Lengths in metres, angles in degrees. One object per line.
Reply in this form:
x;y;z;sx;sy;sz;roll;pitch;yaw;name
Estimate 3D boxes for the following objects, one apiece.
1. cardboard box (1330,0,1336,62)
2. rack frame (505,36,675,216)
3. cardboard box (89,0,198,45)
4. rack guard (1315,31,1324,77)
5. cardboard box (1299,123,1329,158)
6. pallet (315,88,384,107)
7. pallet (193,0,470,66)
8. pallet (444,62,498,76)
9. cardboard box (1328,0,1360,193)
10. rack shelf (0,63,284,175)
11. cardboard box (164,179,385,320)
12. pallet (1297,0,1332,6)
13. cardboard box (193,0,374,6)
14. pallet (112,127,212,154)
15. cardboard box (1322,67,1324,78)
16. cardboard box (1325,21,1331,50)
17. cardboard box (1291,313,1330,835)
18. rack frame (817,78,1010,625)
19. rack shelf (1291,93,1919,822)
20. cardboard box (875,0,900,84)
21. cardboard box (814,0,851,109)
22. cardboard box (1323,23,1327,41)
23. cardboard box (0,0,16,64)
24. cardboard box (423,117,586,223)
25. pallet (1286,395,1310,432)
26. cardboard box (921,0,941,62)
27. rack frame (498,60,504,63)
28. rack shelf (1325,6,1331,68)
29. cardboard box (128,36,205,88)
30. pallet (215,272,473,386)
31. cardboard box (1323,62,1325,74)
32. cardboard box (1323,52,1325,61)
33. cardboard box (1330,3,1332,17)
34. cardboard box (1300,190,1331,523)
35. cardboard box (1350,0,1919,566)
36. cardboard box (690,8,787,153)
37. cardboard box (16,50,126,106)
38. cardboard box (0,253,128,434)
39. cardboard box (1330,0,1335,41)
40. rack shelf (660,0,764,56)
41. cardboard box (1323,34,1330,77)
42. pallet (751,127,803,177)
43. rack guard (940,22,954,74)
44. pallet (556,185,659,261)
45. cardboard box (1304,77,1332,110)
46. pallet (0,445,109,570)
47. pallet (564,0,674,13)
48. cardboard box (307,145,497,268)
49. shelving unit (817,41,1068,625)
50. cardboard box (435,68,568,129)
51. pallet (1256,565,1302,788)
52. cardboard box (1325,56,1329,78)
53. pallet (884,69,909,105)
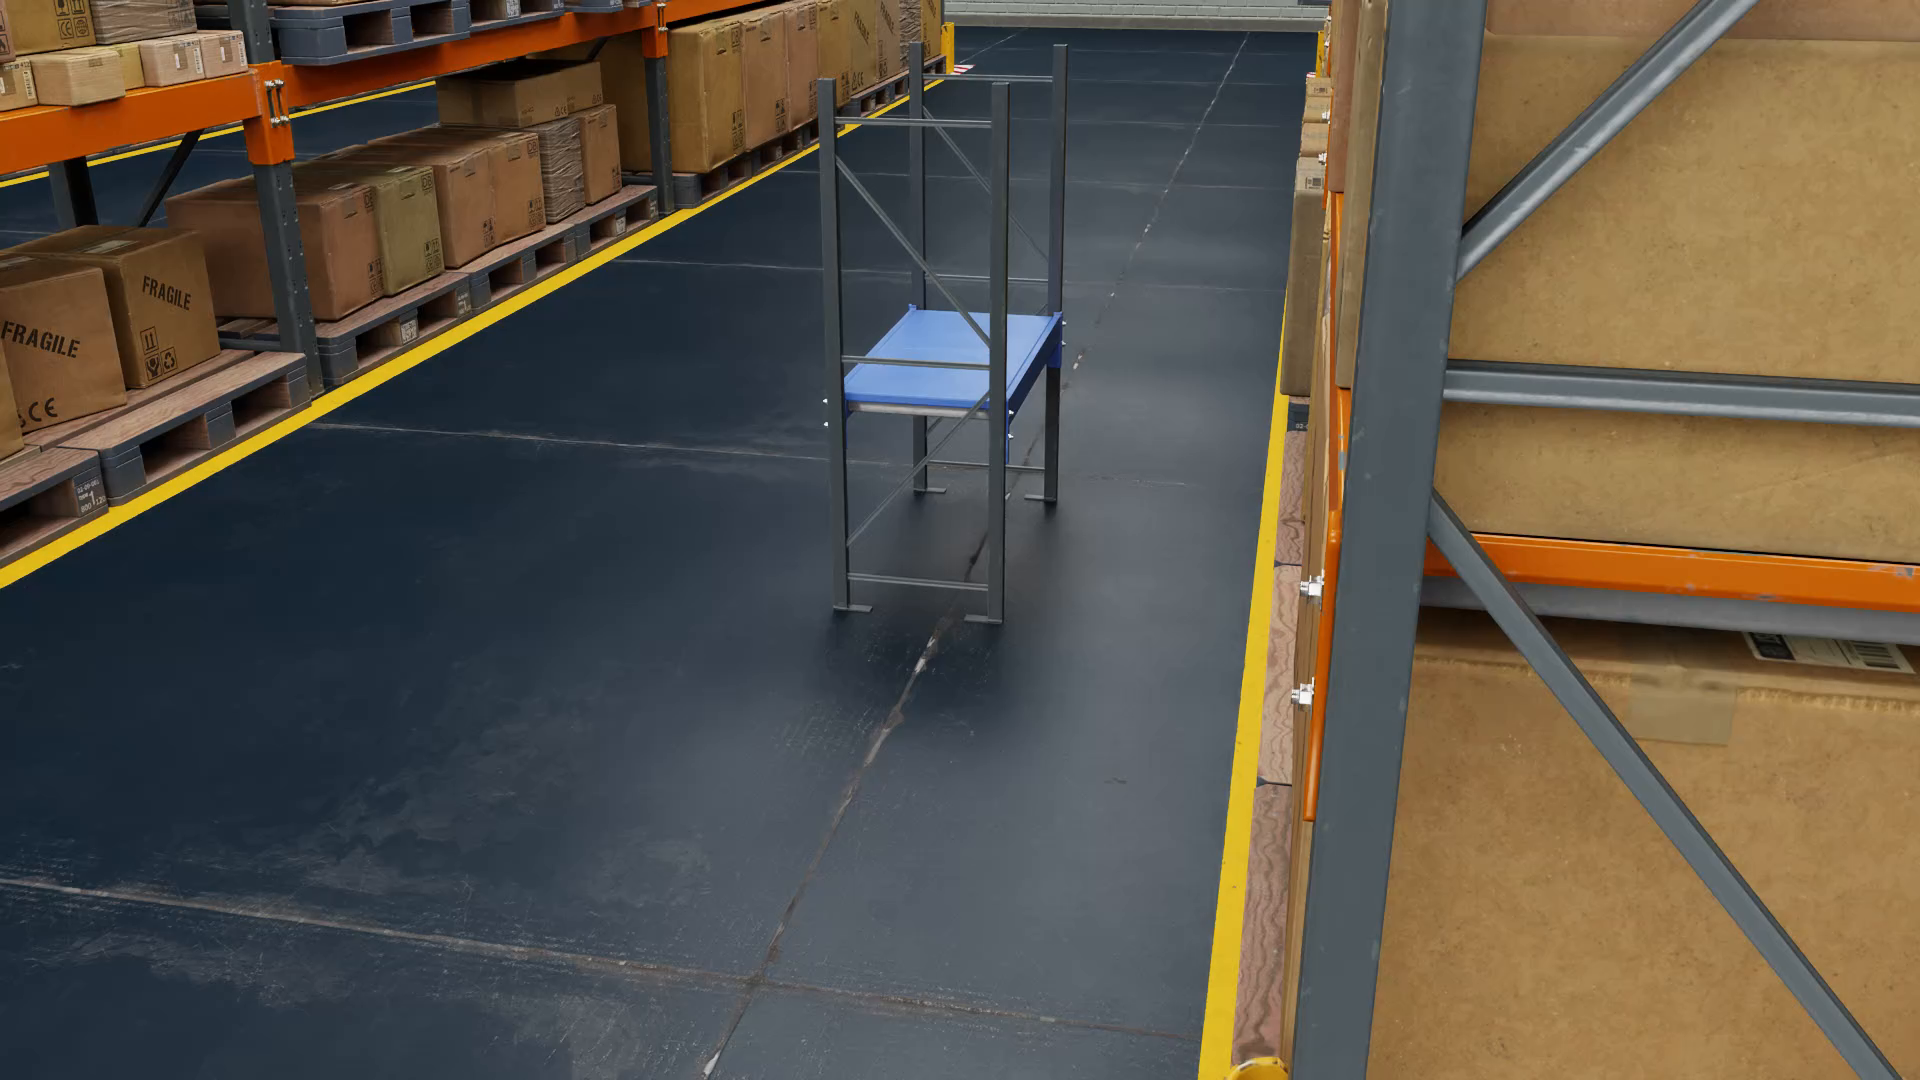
1.670;-2.034;6.255;0.500;0.500;0.500;4;22;10;cardboard box
-2.296;-3.470;9.953;1.000;3.000;0.127;4;22;11;rack frame
-3.265;-2.031;5.850;0.875;0.500;0.500;4;22;11;cardboard box
4.155;-4.793;16.585;1.175;0.500;0.348;4;22;11;rack guard
1.962;-1.329;7.088;1.050;0.750;0.750;4;22;11;cardboard box
-6.217;-4.288;15.719;1.003;0.211;1.213;4;22;11;pallet
-2.814;-2.186;7.023;1.003;0.211;1.213;4;22;11;pallet
-5.719;-5.181;17.935;1.003;0.211;1.213;4;22;11;pallet
1.343;-1.134;3.953;0.875;0.550;0.550;4;22;11;cardboard box
-3.521;-0.942;4.639;1.077;0.370;4.000;4;22;11;rack shelf
-2.966;-1.274;7.259;0.700;0.500;0.500;3;22;7;cardboard box
2.580;-3.234;9.626;1.213;0.211;1.003;4;22;11;pallet
-2.813;-2.760;6.825;1.000;1.000;1.000;5;22;11;cardboard box
-6.774;-3.290;13.240;1.003;0.211;1.213;4;22;11;pallet
3.151;-3.767;13.548;0.380;0.149;0.250;3;22;8;cardboard box
2.945;-3.650;12.182;0.500;0.250;0.500;3;22;9;cardboard box
1.157;0.087;3.404;0.875;0.875;0.875;4;22;10;cardboard box
-0.121;-0.479;4.534;0.500;1.500;0.032;4;22;11;rack frame
1.314;-0.526;3.609;1.077;0.370;4.000;4;22;11;rack shelf
-1.084;-4.706;15.306;0.875;0.875;0.875;4;22;11;cardboard box
-1.591;-3.906;13.319;1.225;0.875;0.875;5;22;11;cardboard box
3.616;-4.771;15.641;0.380;0.149;0.250;4;22;11;cardboard box
-3.405;-1.660;4.929;0.875;0.500;0.500;4;22;11;cardboard box
-2.514;-2.064;9.220;0.700;0.500;0.500;3;22;6;cardboard box
1.806;-0.586;6.526;1.003;0.211;1.213;4;22;11;pallet
-0.716;-5.364;16.940;0.875;0.875;0.875;4;22;11;cardboard box
-5.513;-6.773;18.155;1.000;3.000;0.127;4;22;11;rack frame
2.947;-3.452;10.873;1.077;0.370;4.000;4;22;11;rack shelf
-2.929;-1.698;5.892;0.380;0.149;0.250;4;22;11;cardboard box
-2.955;-0.998;7.549;1.003;0.211;1.213;4;22;11;pallet
2.944;-3.303;12.323;0.500;0.500;0.500;5;23;13;cardboard box
3.580;-4.541;15.469;0.380;0.149;0.250;5;23;13;cardboard box
2.183;-2.957;8.547;0.500;0.500;0.500;5;22;12;cardboard box
1.526;-0.576;5.051;0.875;0.875;0.875;5;22;12;cardboard box
0.938;-0.337;1.976;0.875;0.550;0.550;4;22;11;cardboard box
-1.946;-3.255;11.703;1.225;0.875;0.875;5;22;11;cardboard box
-2.981;-1.512;5.428;0.380;0.149;0.250;4;22;11;cardboard box
-3.343;-0.689;5.832;0.500;0.500;0.500;12;25;28;cardboard box
1.875;-2.405;7.175;0.500;0.500;0.500;4;22;10;cardboard box
-1.888;-3.867;11.904;1.077;0.370;4.000;4;22;11;rack shelf
2.731;-3.269;11.236;0.500;0.250;0.500;5;23;13;cardboard box
-1.811;-2.904;12.280;1.003;0.211;1.213;4;22;11;pallet
-0.659;-5.245;17.707;1.175;0.500;0.348;4;22;11;rack guard
-2.457;-1.890;9.765;1.003;0.211;1.213;4;22;11;pallet
2.326;-1.990;8.729;1.050;0.750;0.750;4;22;10;cardboard box
-3.462;-0.017;5.114;1.003;0.211;1.213;4;22;11;pallet
-2.338;-3.112;9.322;1.213;0.211;1.003;4;22;11;pallet
-2.737;-1.652;8.197;0.700;0.500;0.500;3;22;6;cardboard box
-0.017;-0.664;4.996;0.538;1.500;1.048;4;22;11;shelving unit
-2.502;-2.420;9.100;0.500;0.250;0.500;7;23;17;cardboard box
1.244;0.422;4.024;1.003;0.211;1.213;4;22;11;pallet
2.422;-2.708;9.842;0.500;0.250;0.500;4;22;10;cardboard box
-1.002;-4.359;15.893;1.003;0.211;1.213;4;22;11;pallet
